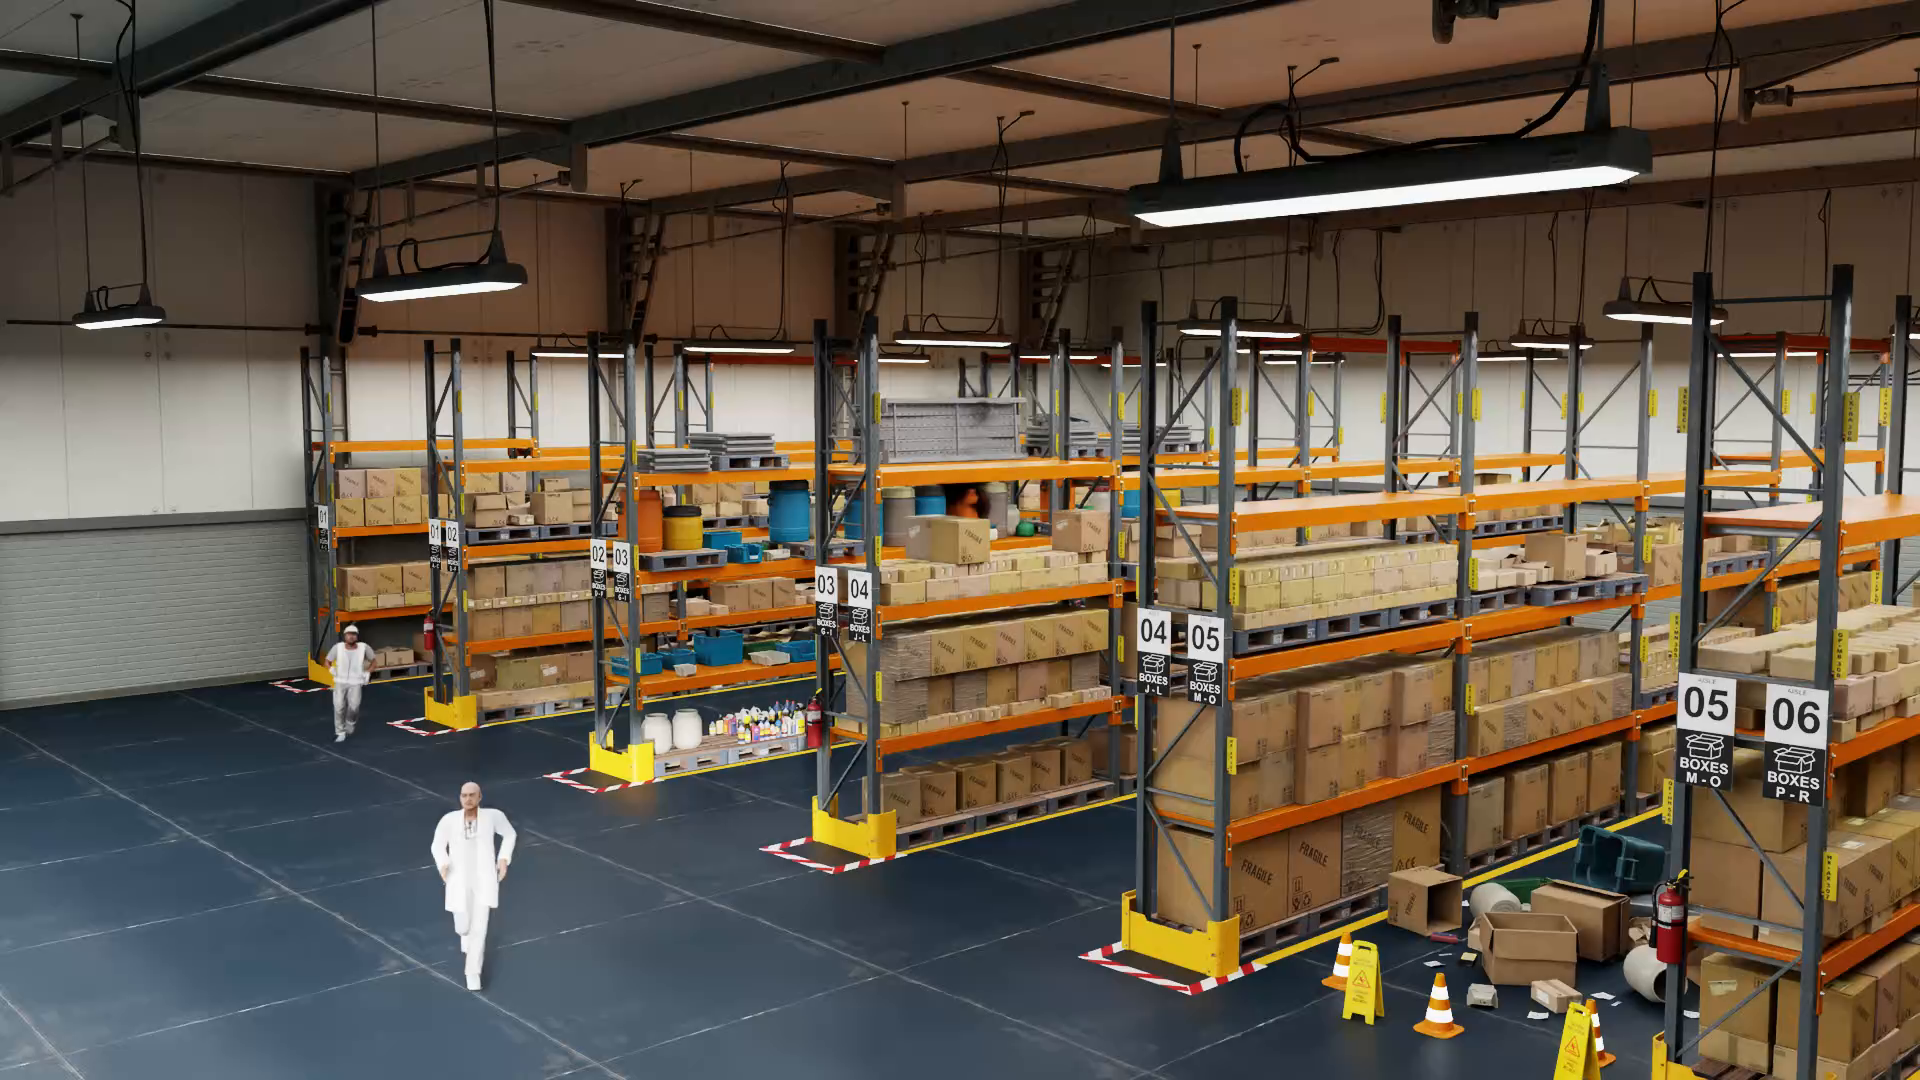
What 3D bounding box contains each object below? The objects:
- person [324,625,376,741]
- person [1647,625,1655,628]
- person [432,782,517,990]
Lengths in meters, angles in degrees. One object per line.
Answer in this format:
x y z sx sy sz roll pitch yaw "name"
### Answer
-9.078 2.128 24.760 0.720 1.721 0.626 -1 5 -15 "person"
10.755 2.113 25.629 0.674 1.699 0.945 4 6 37 "person"
-4.303 3.011 14.740 0.725 1.744 0.904 -1 5 -12 "person"
